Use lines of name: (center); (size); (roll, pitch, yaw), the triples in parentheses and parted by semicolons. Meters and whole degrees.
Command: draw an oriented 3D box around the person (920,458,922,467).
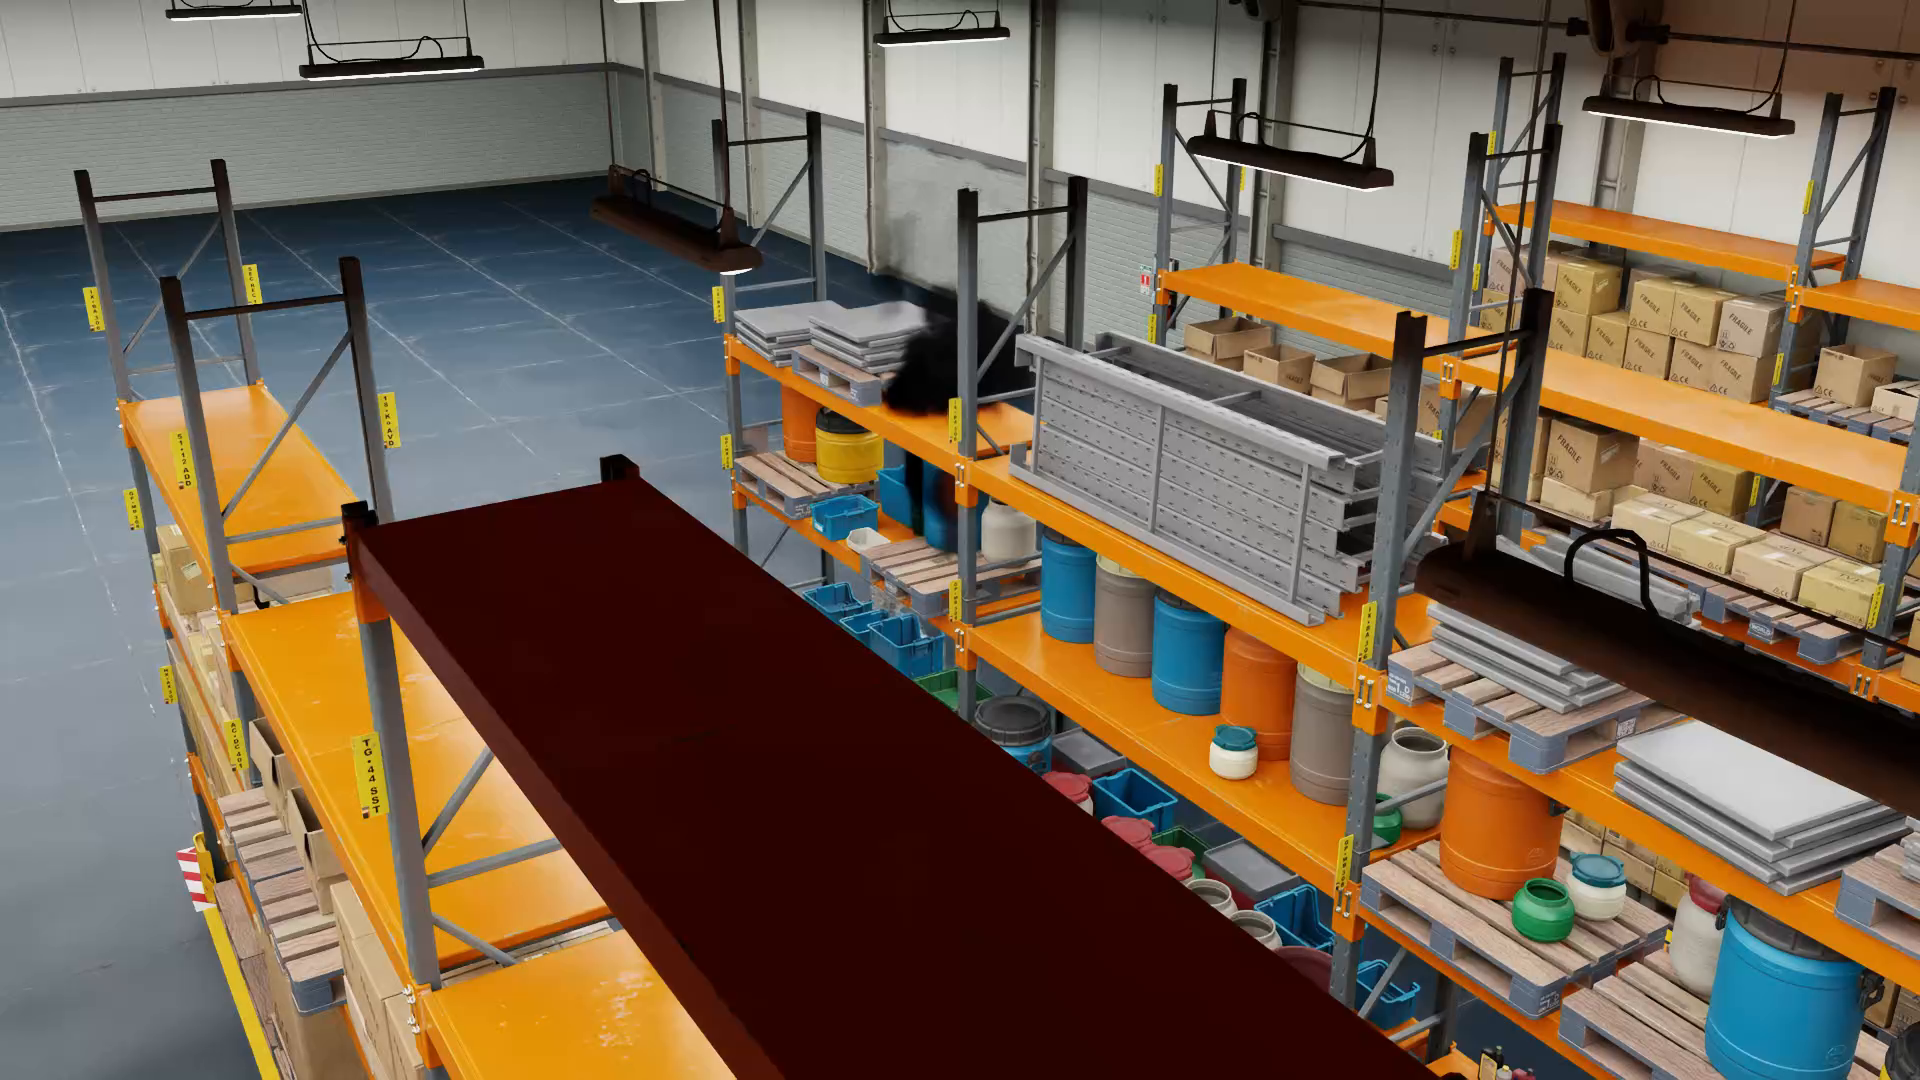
person: (-0.364, -0.332, 19.888); (0.821, 1.741, 0.669); (-2, 22, -5)

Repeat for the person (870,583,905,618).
person: (-0.684, 0.446, 17.170); (0.697, 1.786, 0.691); (-16, 27, -35)
